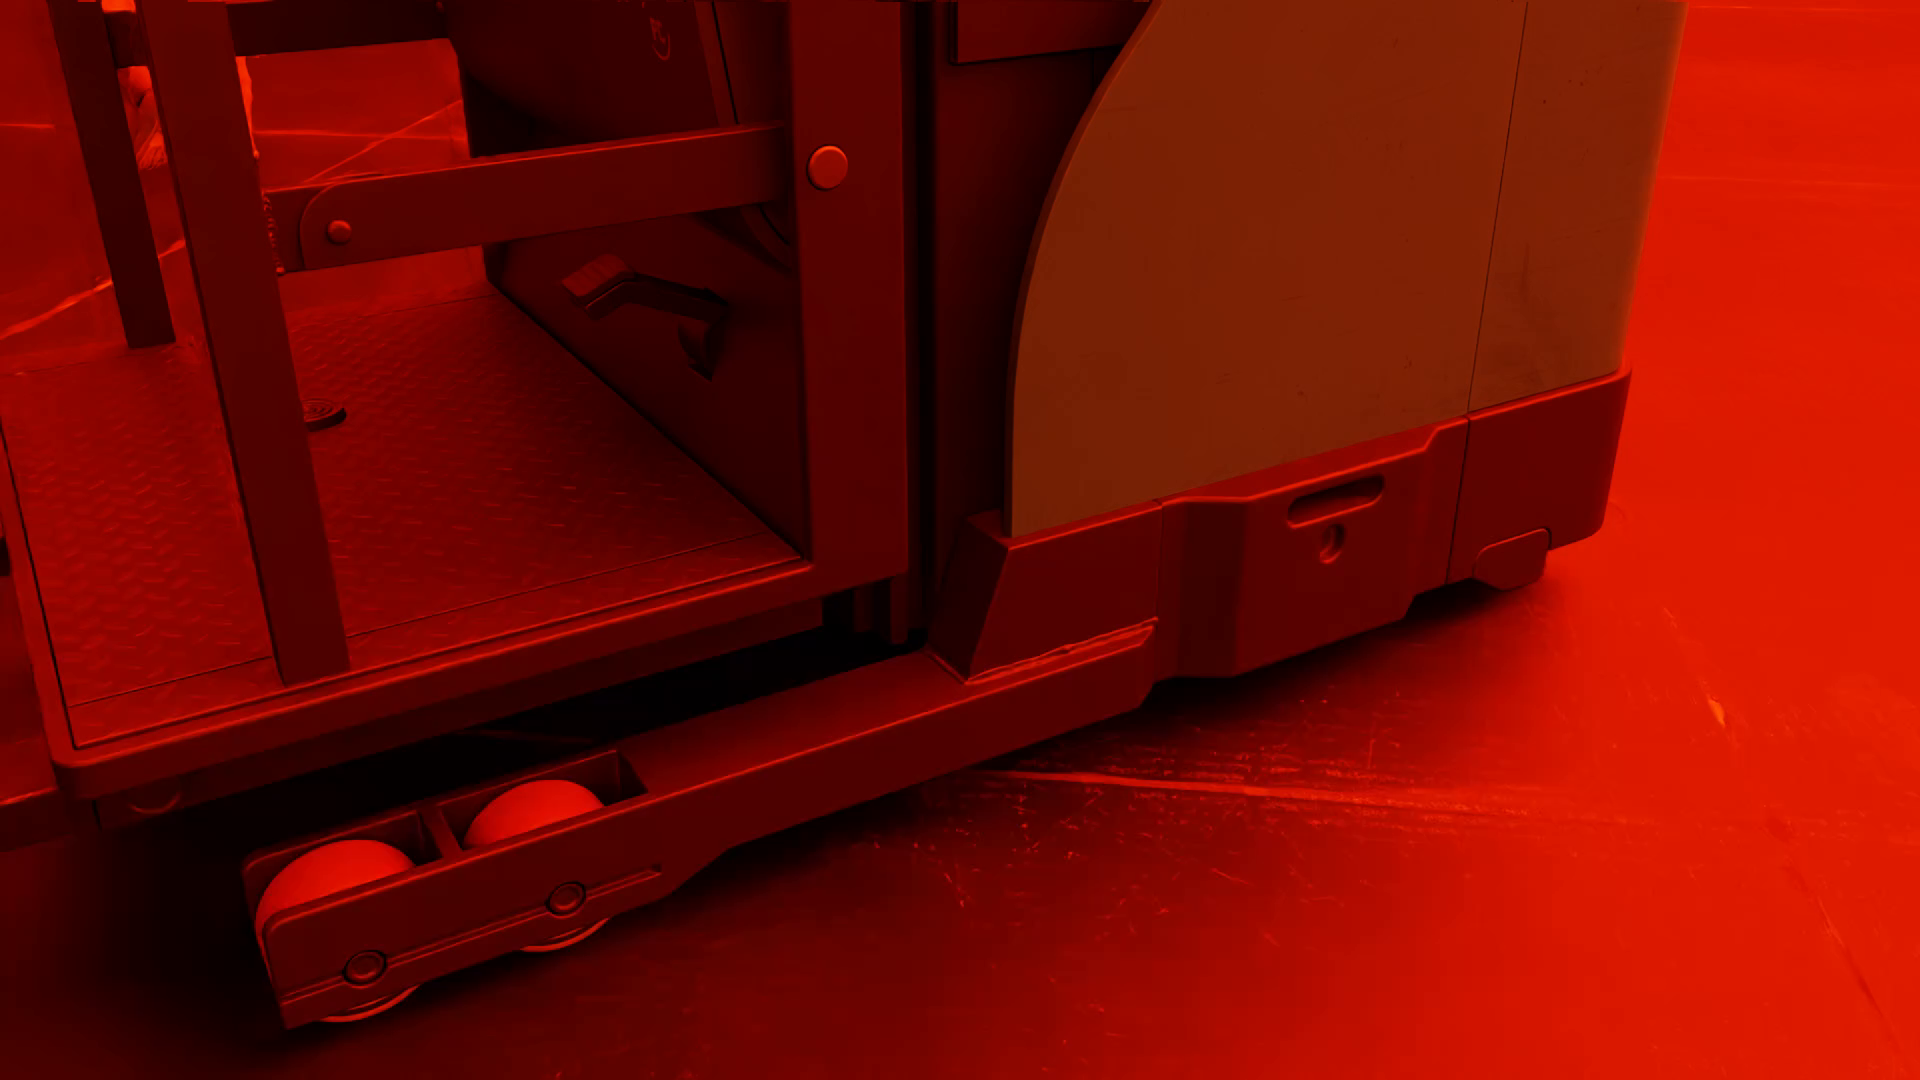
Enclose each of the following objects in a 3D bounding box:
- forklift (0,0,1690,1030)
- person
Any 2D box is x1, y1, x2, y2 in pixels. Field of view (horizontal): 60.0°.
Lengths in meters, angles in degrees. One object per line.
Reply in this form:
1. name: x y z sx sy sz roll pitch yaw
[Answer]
1. forklift: -0.597 -1.124 1.470 3.031 2.935 1.130 -15 30 -28
2. person: -2.044 -1.770 4.140 0.760 1.709 0.533 -24 35 -39
